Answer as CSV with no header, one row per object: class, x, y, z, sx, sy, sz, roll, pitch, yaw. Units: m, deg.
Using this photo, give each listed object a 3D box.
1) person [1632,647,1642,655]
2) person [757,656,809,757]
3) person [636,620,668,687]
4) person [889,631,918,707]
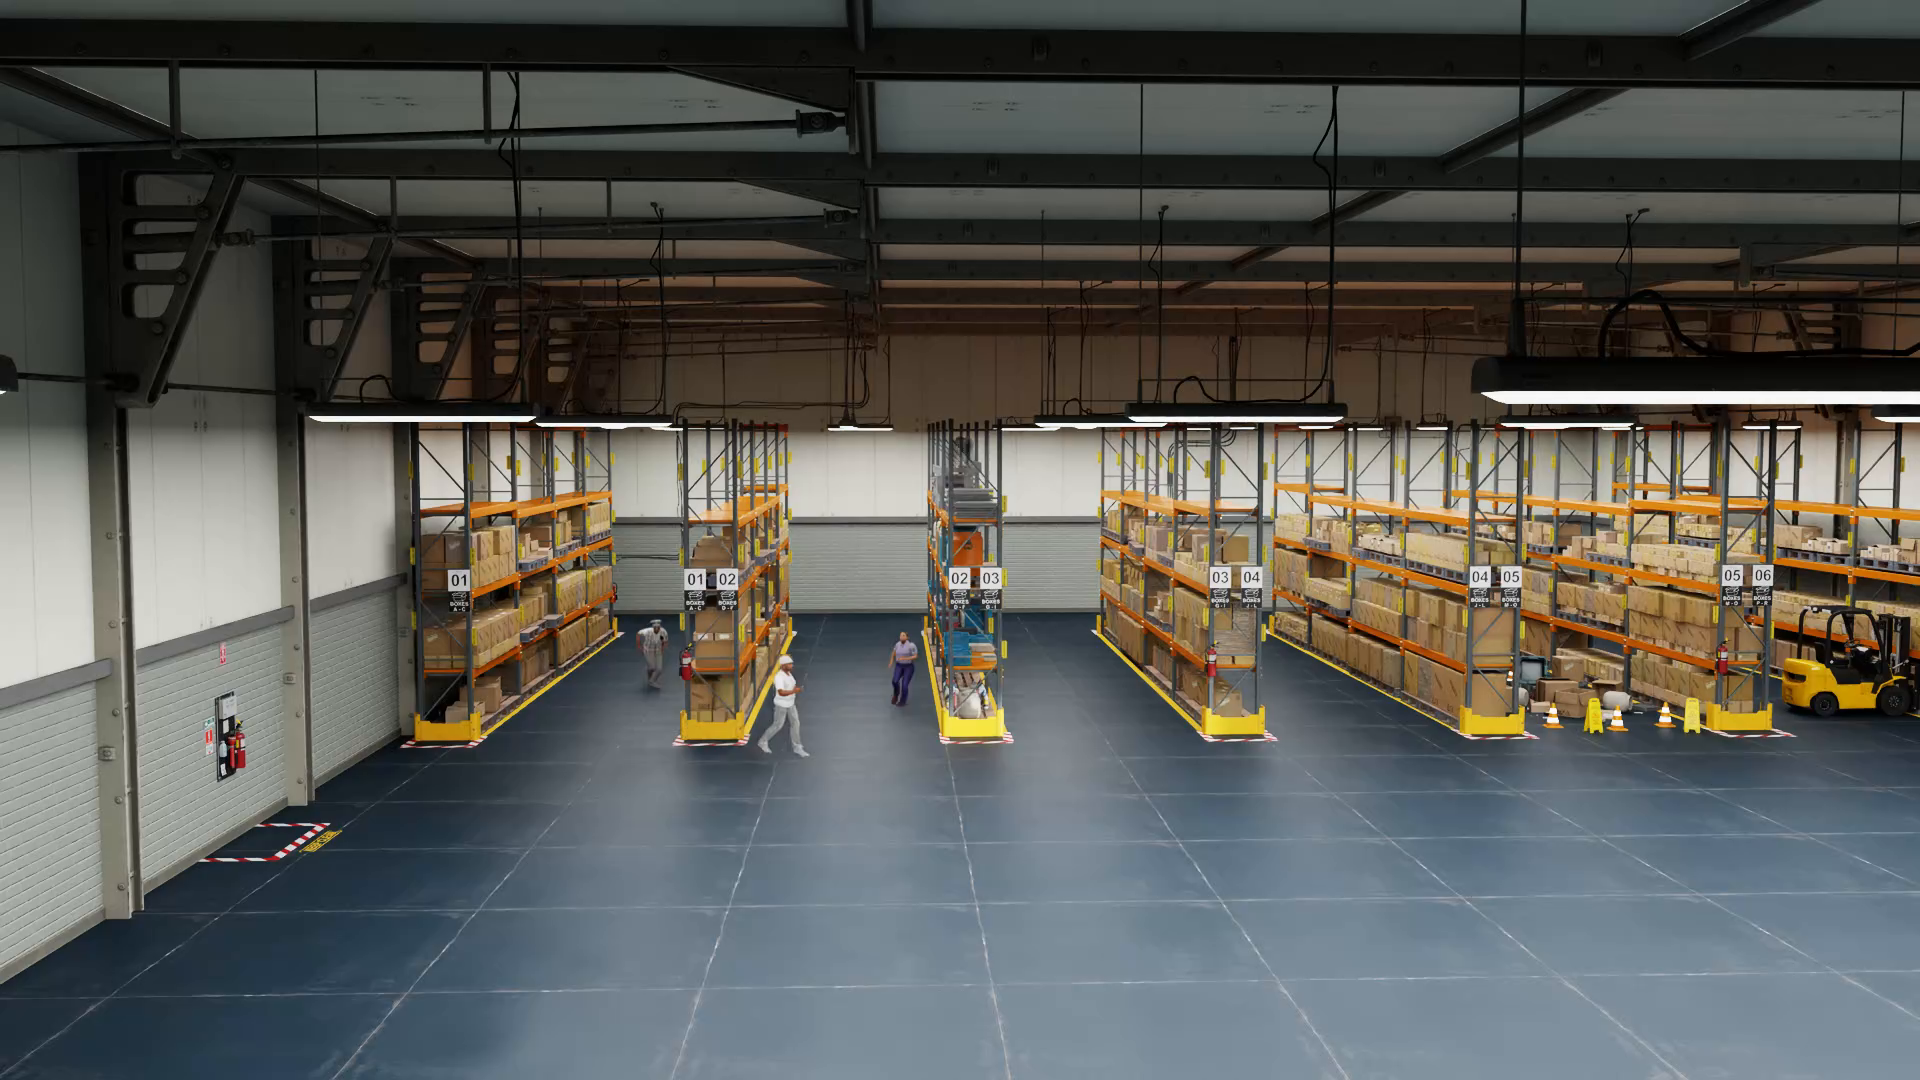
person,16.182,2.398,39.561,0.646,1.619,0.620,0,4,-6
person,-3.125,2.928,29.387,0.950,1.781,0.688,1,4,18
person,-6.908,2.559,37.346,0.688,1.564,0.839,-2,4,-24
person,-1.197,2.702,34.799,0.677,1.608,0.608,1,4,13
